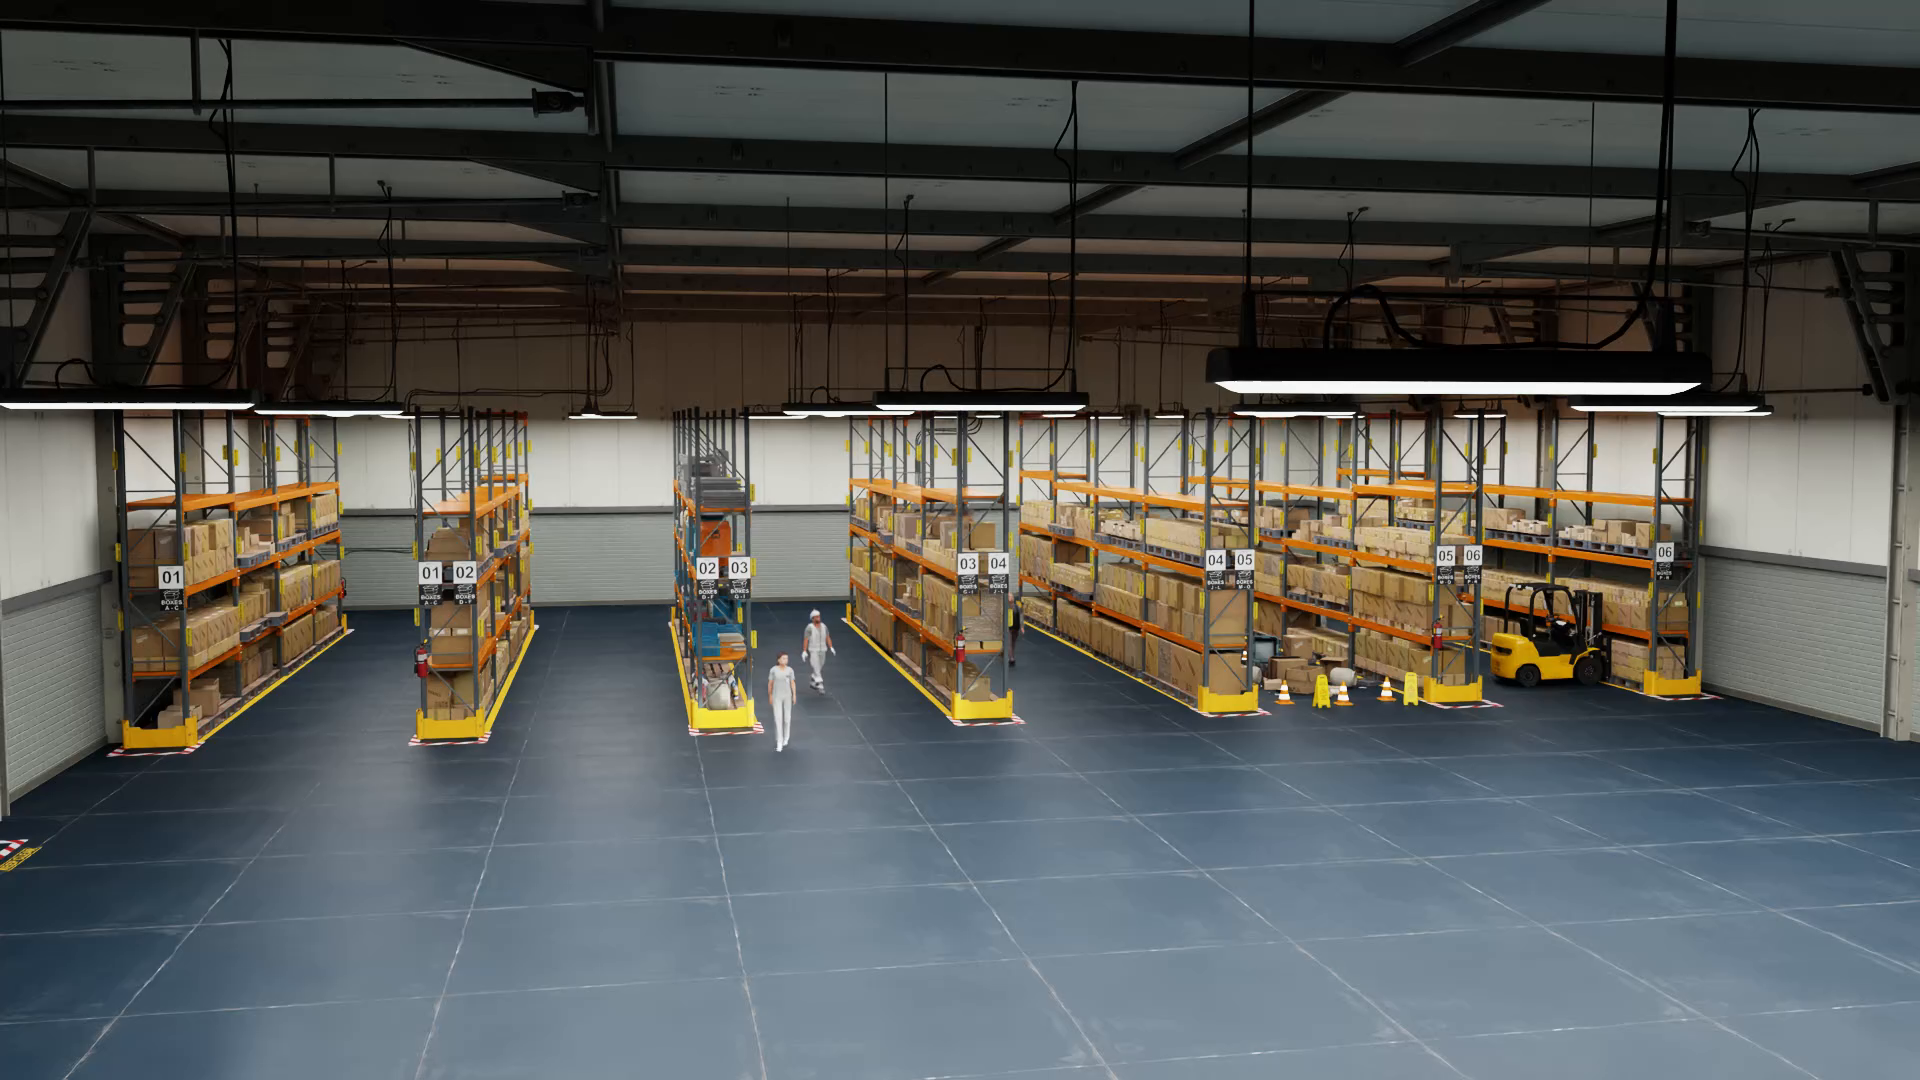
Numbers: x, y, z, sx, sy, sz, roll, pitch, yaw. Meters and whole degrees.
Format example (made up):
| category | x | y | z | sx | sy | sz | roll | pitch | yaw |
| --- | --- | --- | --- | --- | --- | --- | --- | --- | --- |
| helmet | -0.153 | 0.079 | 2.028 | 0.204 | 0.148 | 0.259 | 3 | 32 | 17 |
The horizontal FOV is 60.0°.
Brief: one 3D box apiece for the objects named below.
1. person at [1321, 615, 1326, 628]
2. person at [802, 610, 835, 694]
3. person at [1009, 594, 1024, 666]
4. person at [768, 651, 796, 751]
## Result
| category | x | y | z | sx | sy | sz | roll | pitch | yaw |
| --- | --- | --- | --- | --- | --- | --- | --- | --- | --- |
| person | 9.831 | 1.636 | 45.377 | 0.576 | 1.805 | 0.402 | -3 | 5 | -38 |
| person | -2.968 | 2.345 | 34.992 | 0.670 | 1.719 | 1.066 | -2 | 5 | -28 |
| person | 1.226 | 2.096 | 39.084 | 0.546 | 1.657 | 1.079 | -1 | 4 | -20 |
| person | -3.103 | 2.823 | 29.243 | 0.464 | 1.692 | 0.676 | -1 | 4 | -17 |
